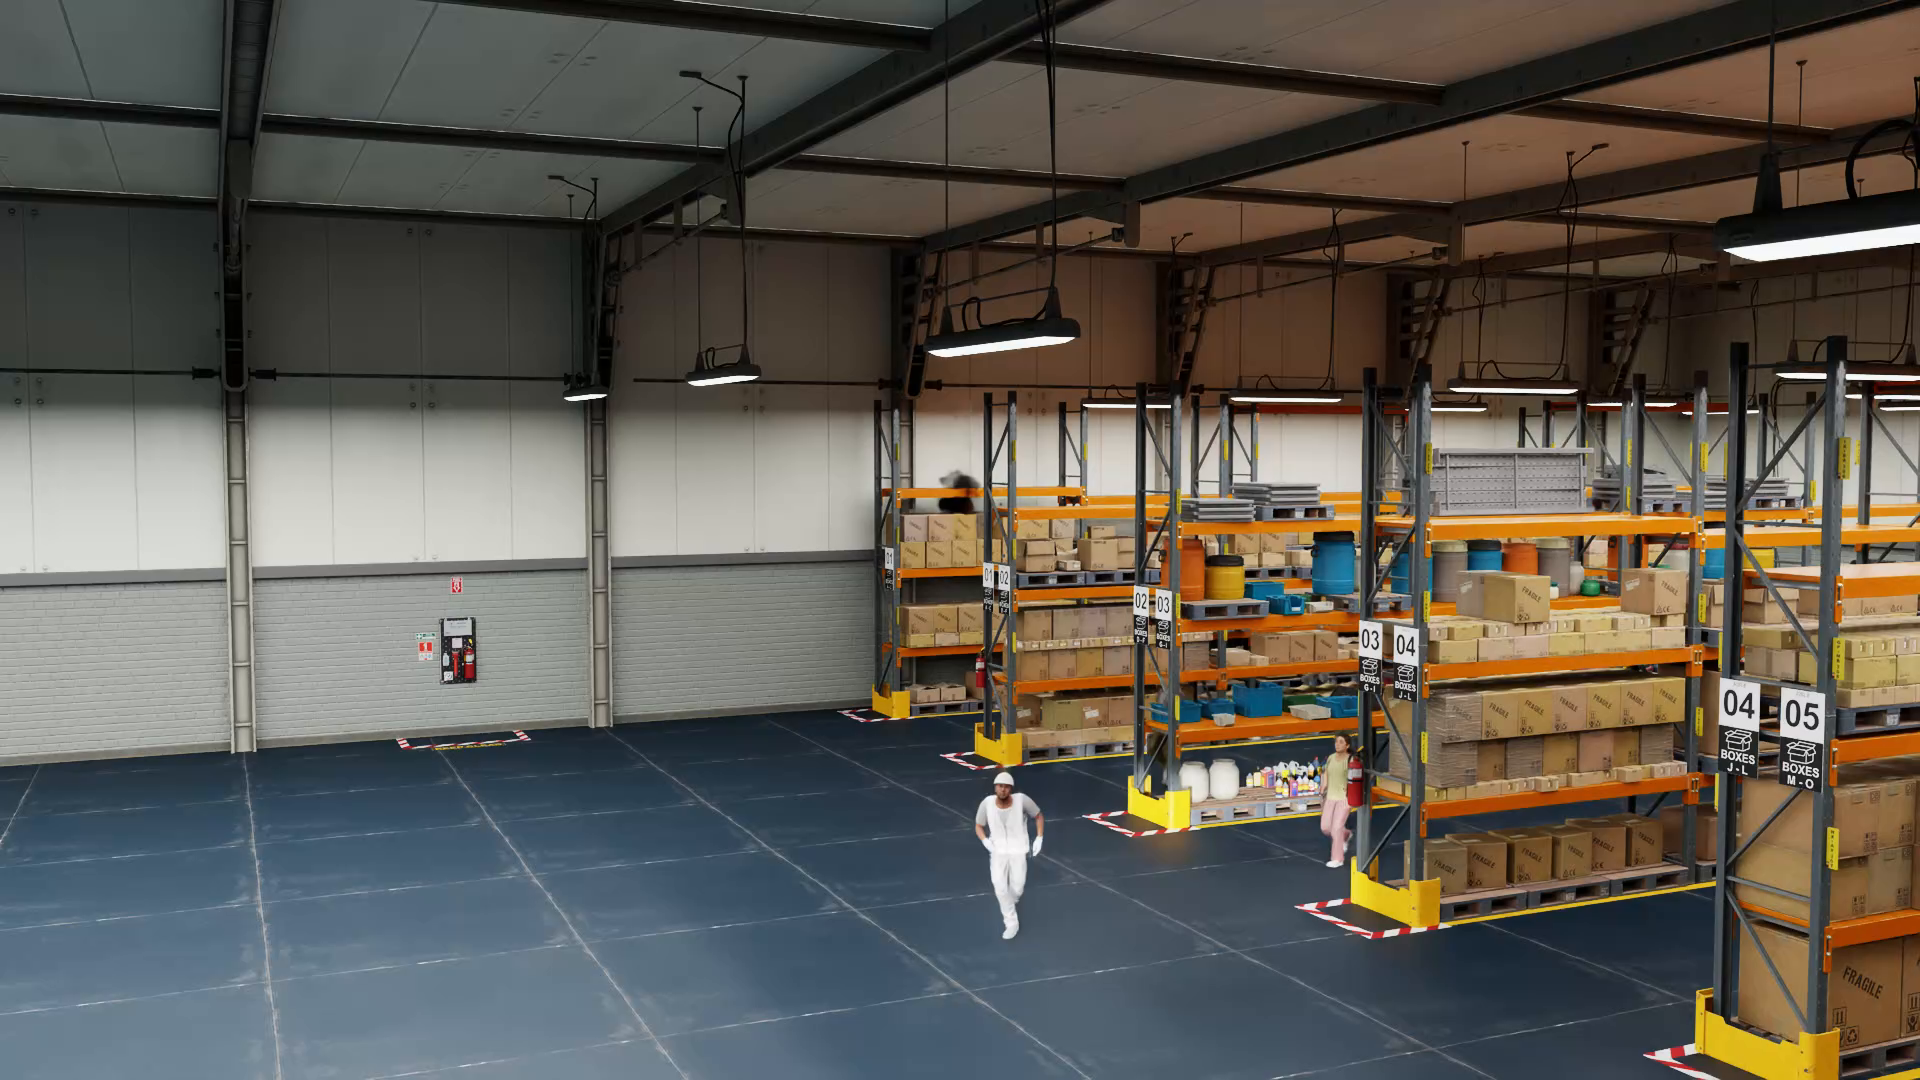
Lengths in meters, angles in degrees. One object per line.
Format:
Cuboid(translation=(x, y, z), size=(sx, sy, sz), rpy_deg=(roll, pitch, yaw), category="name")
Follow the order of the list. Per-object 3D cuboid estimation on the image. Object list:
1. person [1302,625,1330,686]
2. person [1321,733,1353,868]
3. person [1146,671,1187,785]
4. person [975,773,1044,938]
Cuboid(translation=(6.933, 2.391, 32.173), size=(0.757, 1.828, 0.650), rpy_deg=(-2, 4, -26), category="person")
Cuboid(translation=(4.685, 3.170, 20.347), size=(0.580, 1.609, 0.625), rpy_deg=(3, 5, 44), category="person")
Cuboid(translation=(3.086, 2.831, 25.016), size=(0.628, 1.733, 0.703), rpy_deg=(-3, 4, -37), category="person")
Cuboid(translation=(0.517, 3.294, 17.564), size=(0.725, 1.732, 0.710), rpy_deg=(0, 3, 6), category="person")
